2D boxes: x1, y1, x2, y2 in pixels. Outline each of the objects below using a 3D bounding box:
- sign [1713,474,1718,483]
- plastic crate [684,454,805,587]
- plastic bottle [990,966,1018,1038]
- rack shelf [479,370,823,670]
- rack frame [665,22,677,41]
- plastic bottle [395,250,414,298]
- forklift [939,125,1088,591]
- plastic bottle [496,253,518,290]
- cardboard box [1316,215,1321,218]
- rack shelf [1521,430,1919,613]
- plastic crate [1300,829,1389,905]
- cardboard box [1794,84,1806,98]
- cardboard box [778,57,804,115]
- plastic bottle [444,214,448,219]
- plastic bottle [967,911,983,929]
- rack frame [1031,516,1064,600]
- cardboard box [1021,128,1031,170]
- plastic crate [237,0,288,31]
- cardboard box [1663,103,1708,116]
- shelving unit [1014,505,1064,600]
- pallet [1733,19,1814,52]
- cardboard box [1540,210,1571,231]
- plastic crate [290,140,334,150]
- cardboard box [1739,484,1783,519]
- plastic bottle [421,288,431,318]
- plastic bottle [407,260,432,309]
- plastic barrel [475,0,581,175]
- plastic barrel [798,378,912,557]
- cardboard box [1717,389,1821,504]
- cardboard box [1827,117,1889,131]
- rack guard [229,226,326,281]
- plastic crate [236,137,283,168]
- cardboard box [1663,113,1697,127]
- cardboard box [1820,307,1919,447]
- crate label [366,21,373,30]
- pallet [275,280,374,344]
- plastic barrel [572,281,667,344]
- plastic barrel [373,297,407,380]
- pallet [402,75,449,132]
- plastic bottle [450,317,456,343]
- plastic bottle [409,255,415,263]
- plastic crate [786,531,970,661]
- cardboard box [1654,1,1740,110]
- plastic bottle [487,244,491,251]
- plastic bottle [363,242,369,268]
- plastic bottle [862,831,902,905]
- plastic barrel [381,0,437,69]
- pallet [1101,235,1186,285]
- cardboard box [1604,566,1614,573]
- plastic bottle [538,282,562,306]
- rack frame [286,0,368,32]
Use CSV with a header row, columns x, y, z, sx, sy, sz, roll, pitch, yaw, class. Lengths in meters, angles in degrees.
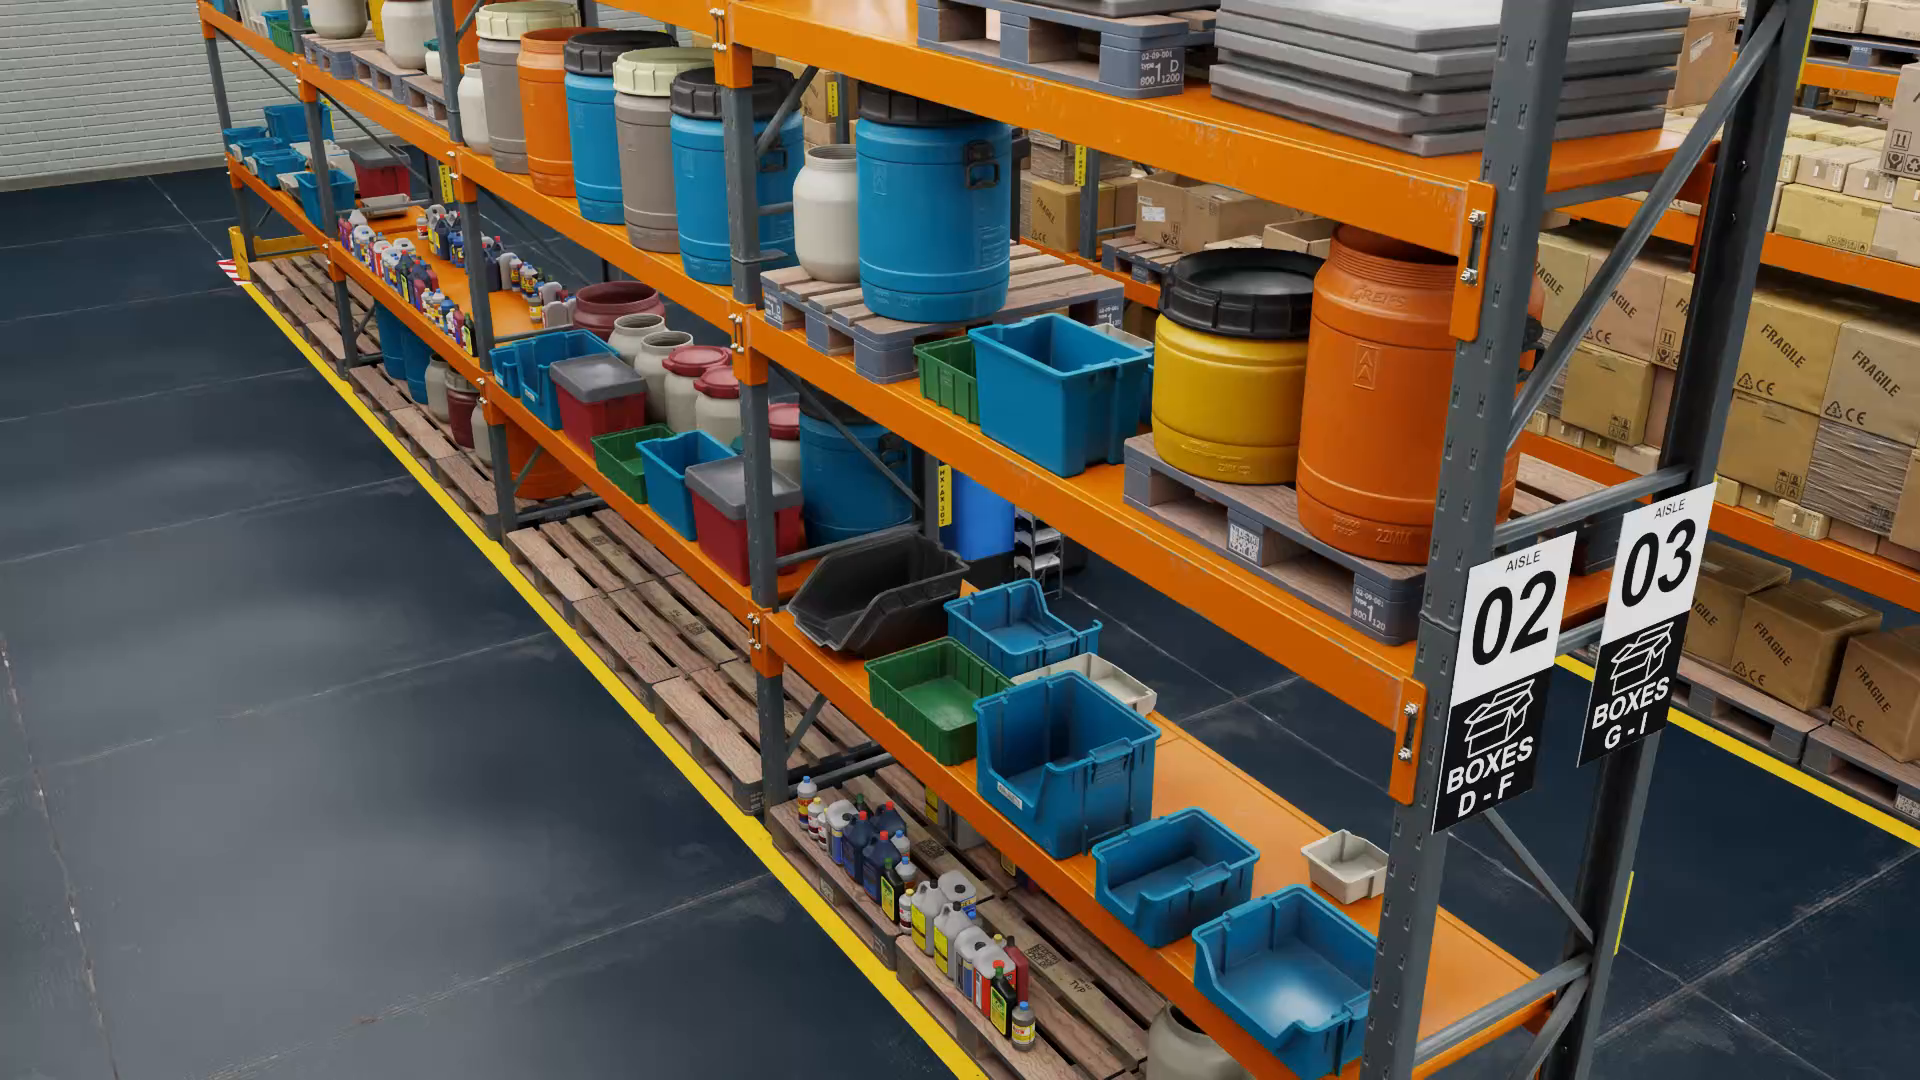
x,y,z,sx,sy,sz,roll,pitch,yaw,class
2.092,-0.026,4.730,0.100,0.325,0.005,-16,29,-30,sign
-1.075,-0.101,8.337,0.402,0.464,0.583,-16,29,-30,plastic crate
0.180,1.898,6.845,0.061,0.283,0.133,-15,29,-28,plastic bottle
-1.647,-0.360,9.804,1.077,0.370,4.000,-16,29,-30,rack shelf
-2.956,-5.416,19.672,1.000,3.000,0.127,-16,29,-30,rack frame
-4.166,-2.013,12.520,0.144,0.351,0.185,-16,29,-30,plastic bottle
-0.323,-1.555,11.572,1.130,2.935,3.031,-14,29,-28,forklift
-3.461,-2.071,12.730,0.152,0.276,0.135,-16,29,-30,plastic bottle
4.207,-3.466,17.976,0.500,0.500,0.500,-15,29,-29,cardboard box
4.687,-0.083,9.218,1.077,0.370,4.000,-16,29,-30,rack shelf
1.410,1.185,5.997,0.298,0.136,0.250,-16,29,-30,plastic crate
9.237,-5.137,18.670,0.500,0.250,0.500,-16,29,-30,cardboard box
-1.517,-4.674,17.048,0.500,0.500,0.500,-15,29,-29,cardboard box
-4.237,-2.579,13.807,0.152,0.276,0.135,-16,29,-30,plastic bottle
0.052,1.724,7.309,0.097,0.201,0.097,0,25,0,plastic bottle
0.564,-0.002,10.663,0.240,0.900,0.006,-14,29,-28,rack frame
0.672,-3.553,14.432,0.797,0.503,0.637,-15,29,-28,cardboard box
-6.154,-4.700,14.780,0.437,0.282,0.530,-16,29,-30,plastic crate
4.084,-2.427,9.535,0.380,0.149,0.250,-15,29,-29,cardboard box
0.511,-0.039,10.741,0.258,0.900,0.210,-14,29,-28,shelving unit
6.631,-4.328,14.075,1.003,0.211,1.213,-14,29,-27,pallet
3.279,-1.902,11.033,1.000,1.000,1.000,-15,29,-29,cardboard box
-6.509,-3.920,16.742,0.396,0.136,0.243,-16,29,-30,plastic crate
4.465,-0.251,9.025,0.380,0.149,0.250,-16,29,-30,cardboard box
-3.862,-1.728,12.092,0.097,0.201,0.097,0,25,0,plastic bottle
-3.993,-1.899,12.279,0.144,0.351,0.185,-16,29,-30,plastic bottle
-2.472,-2.639,9.689,0.600,0.901,0.600,0,25,0,plastic barrel
-0.512,-0.405,8.470,0.600,0.901,0.708,-16,29,-30,plastic barrel
4.628,-0.598,8.999,0.875,0.500,0.500,-16,29,-30,cardboard box
7.248,-3.101,13.479,0.700,0.500,0.500,-16,30,-30,cardboard box
-7.130,-3.137,17.772,1.175,0.500,0.348,-16,29,-30,rack guard
-6.887,-3.813,16.402,0.416,0.233,0.300,-16,29,-30,plastic crate
3.848,-2.223,9.103,0.380,0.149,0.250,-15,29,-29,cardboard box
4.723,-0.821,8.302,0.500,0.500,0.500,-16,29,-30,cardboard box
-4.947,-4.311,14.126,0.293,0.136,0.466,-16,29,-30,crate label
-6.026,-2.261,16.255,1.003,0.211,1.213,-16,29,-30,pallet
-2.231,-1.367,10.935,0.600,0.536,0.708,-16,29,-30,plastic barrel
-4.639,-1.874,14.134,0.600,0.901,0.708,-16,29,-30,plastic barrel
-3.074,-2.968,11.193,1.003,0.211,1.213,-16,29,-30,pallet
-3.490,-1.484,11.575,0.097,0.201,0.097,0,25,0,plastic bottle
-4.262,-2.109,12.898,0.097,0.201,0.097,0,25,0,plastic bottle
-0.376,0.275,7.689,0.767,0.338,0.504,-16,29,-30,plastic crate
4.054,-2.785,9.533,0.500,0.500,0.500,-17,30,-31,cardboard box
-3.653,-2.168,12.943,0.097,0.271,0.097,0,25,0,plastic bottle
-4.695,-2.274,13.248,0.097,0.201,0.097,0,25,0,plastic bottle
-0.359,1.482,7.647,0.144,0.351,0.185,-17,30,-32,plastic bottle
-3.832,-3.607,11.675,0.433,0.535,0.433,0,25,0,plastic barrel
1.890,-2.238,13.164,1.213,0.211,1.003,-16,29,-30,pallet
4.099,0.172,10.271,0.500,0.500,0.500,-6,26,-13,cardboard box
-2.956,-1.740,12.030,0.152,0.276,0.135,-16,29,-30,plastic bottle
-4.922,-5.544,12.916,1.000,3.000,0.127,-16,29,-30,rack frame
